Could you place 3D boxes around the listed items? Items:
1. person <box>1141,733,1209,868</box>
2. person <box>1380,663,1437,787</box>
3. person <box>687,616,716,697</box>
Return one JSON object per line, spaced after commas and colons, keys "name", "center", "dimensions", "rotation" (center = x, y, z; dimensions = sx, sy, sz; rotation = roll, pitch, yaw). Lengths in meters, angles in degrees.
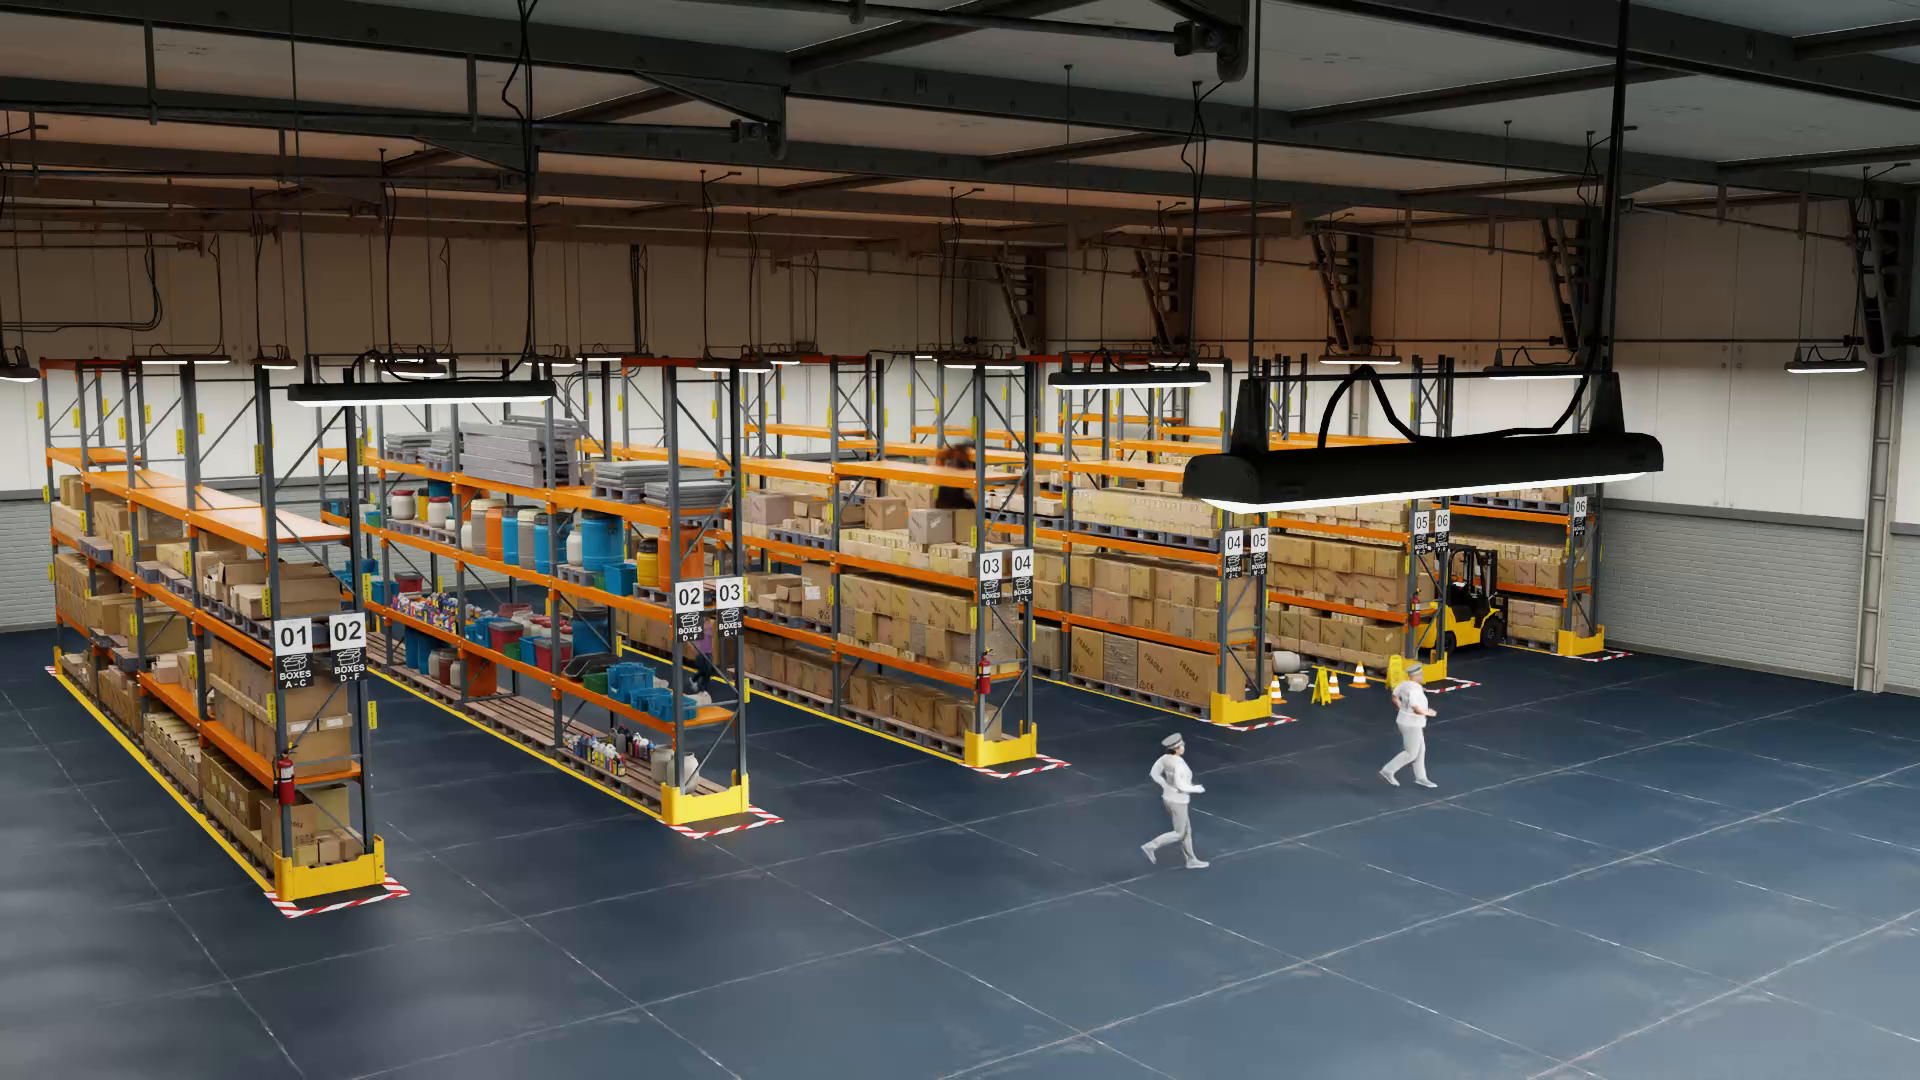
{"name": "person", "center": [2.554, 3.118, 19.795], "dimensions": [0.890, 1.669, 0.618], "rotation": [-2, 7, -16]}
{"name": "person", "center": [6.363, 2.633, 23.541], "dimensions": [0.867, 1.806, 0.686], "rotation": [0, 7, -1]}
{"name": "person", "center": [-4.609, 2.019, 29.615], "dimensions": [0.553, 1.558, 0.504], "rotation": [-6, 9, -40]}
